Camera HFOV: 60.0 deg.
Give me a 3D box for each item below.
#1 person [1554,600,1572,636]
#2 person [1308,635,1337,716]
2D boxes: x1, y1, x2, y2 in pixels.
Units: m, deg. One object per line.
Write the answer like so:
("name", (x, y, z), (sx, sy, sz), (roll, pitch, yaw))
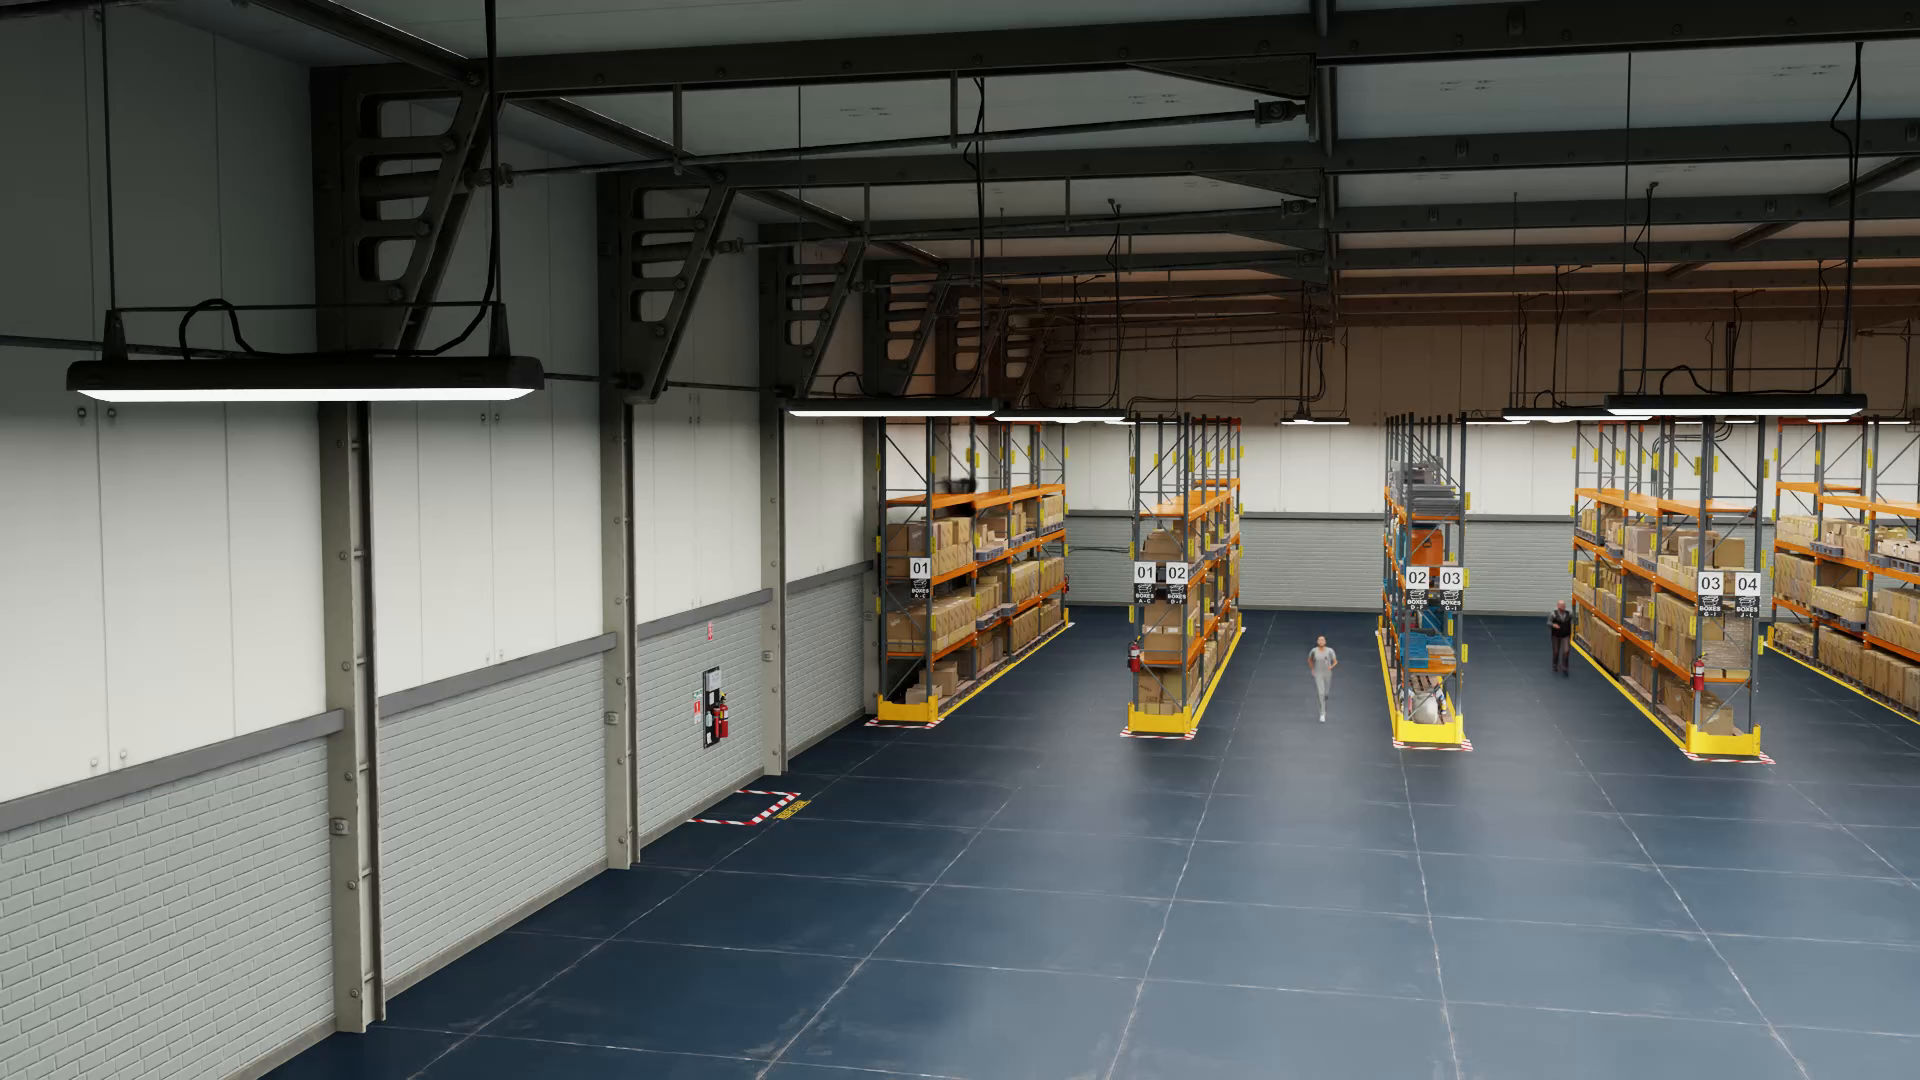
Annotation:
("person", (13.858, 1.815, 38.245), (0.483, 0.843, 0.560), (1, 4, 15))
("person", (7.146, 2.648, 32.771), (0.563, 1.573, 0.658), (1, 4, 10))
